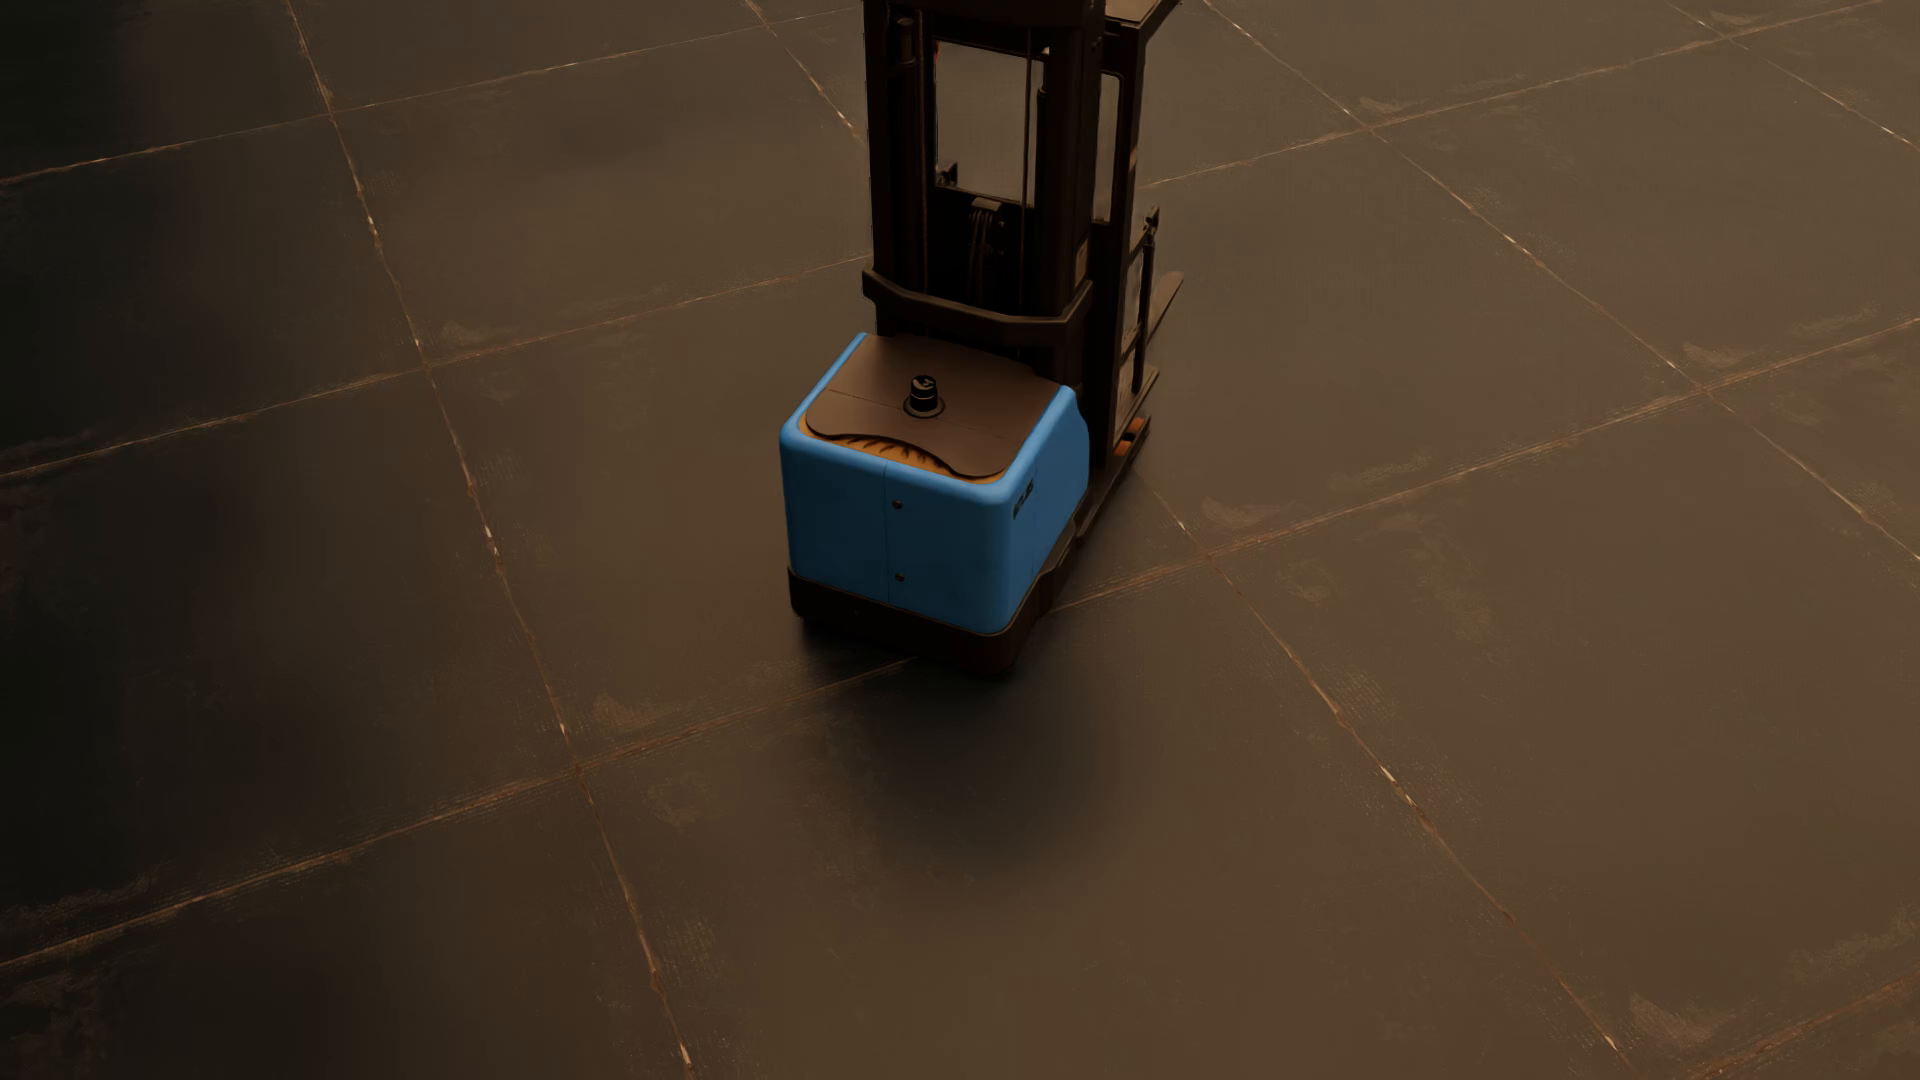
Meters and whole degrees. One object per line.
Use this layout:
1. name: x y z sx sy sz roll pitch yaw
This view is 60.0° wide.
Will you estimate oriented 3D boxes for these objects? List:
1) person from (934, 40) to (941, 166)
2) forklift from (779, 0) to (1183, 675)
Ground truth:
1. person: -0.345 -2.822 9.681 0.499 1.608 0.444 -19 46 -20
2. forklift: 0.301 -1.509 7.297 1.130 2.935 3.031 17 46 17
